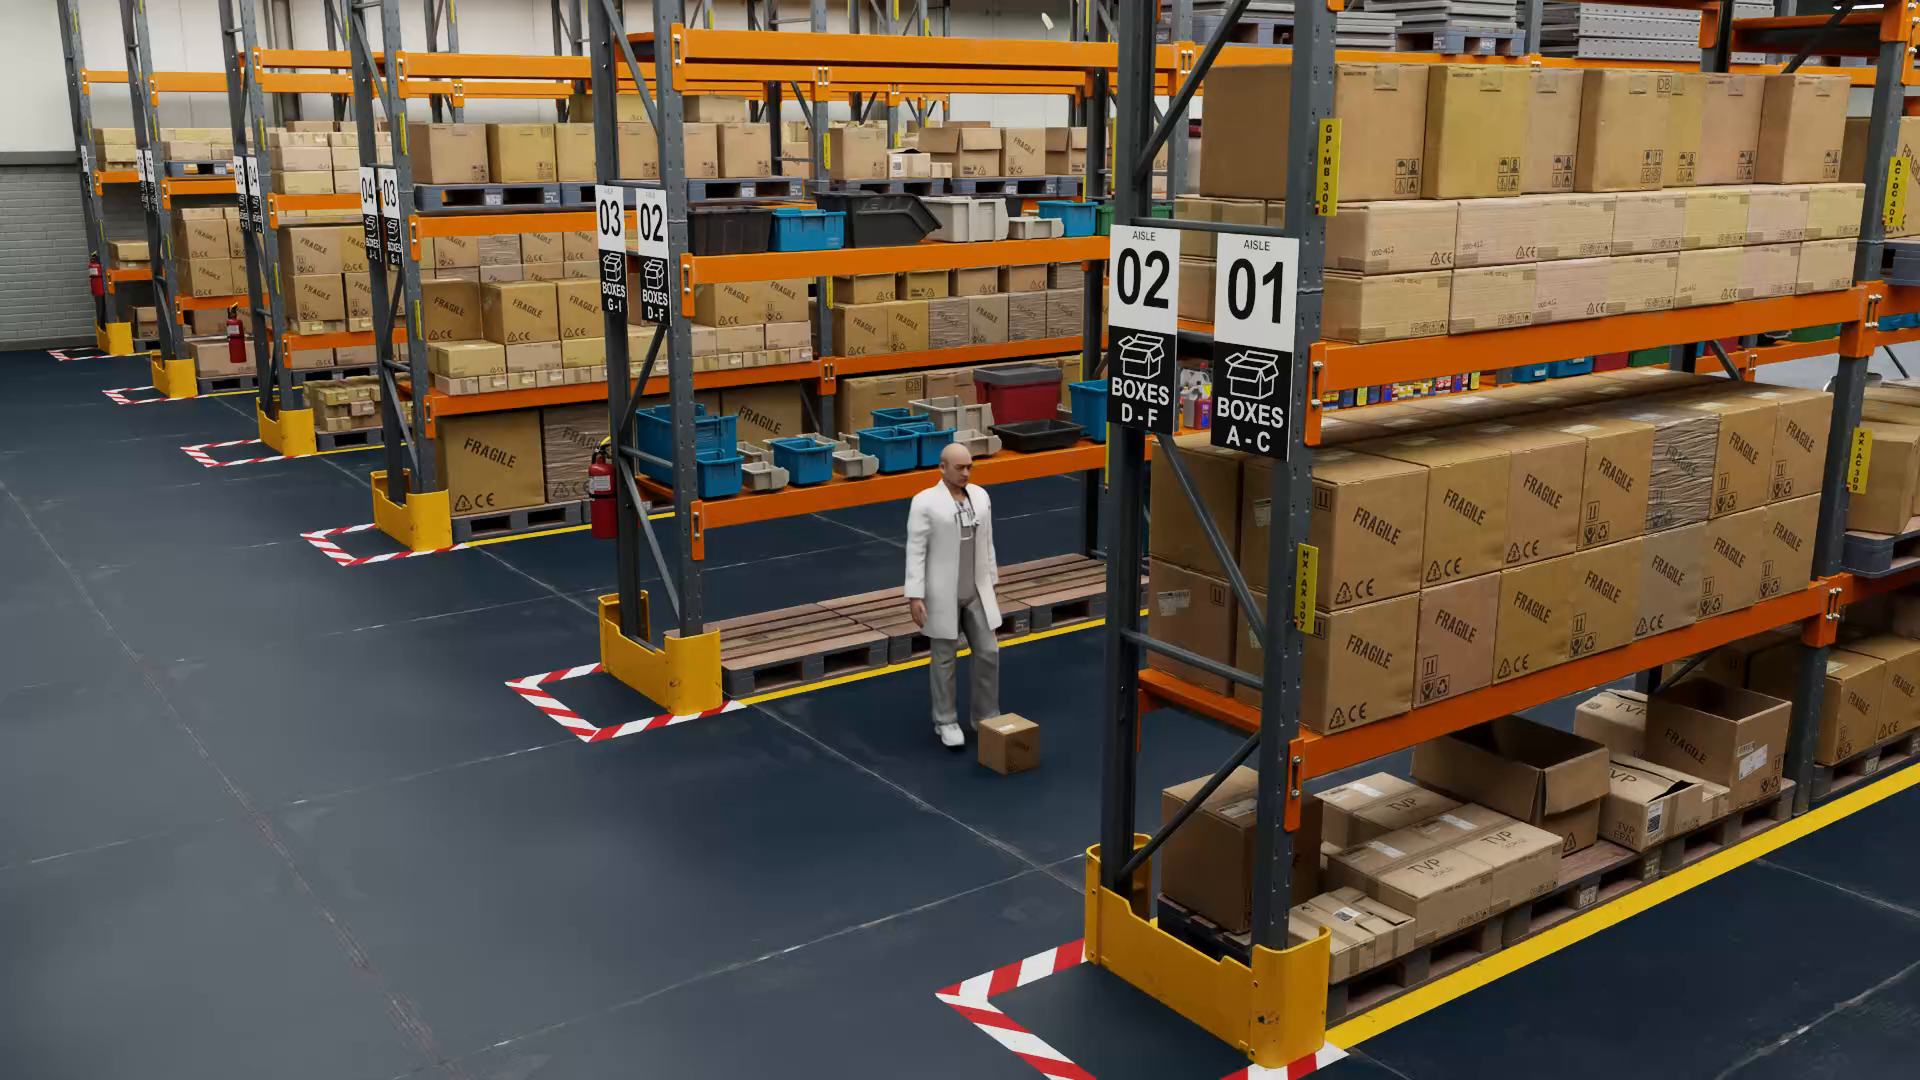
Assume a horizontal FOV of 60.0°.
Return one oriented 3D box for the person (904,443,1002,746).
[{"bbox_3d":[-0.009,0.354,9.702,0.643,1.830,0.467,-7,16,-27],"label":"person"}]
